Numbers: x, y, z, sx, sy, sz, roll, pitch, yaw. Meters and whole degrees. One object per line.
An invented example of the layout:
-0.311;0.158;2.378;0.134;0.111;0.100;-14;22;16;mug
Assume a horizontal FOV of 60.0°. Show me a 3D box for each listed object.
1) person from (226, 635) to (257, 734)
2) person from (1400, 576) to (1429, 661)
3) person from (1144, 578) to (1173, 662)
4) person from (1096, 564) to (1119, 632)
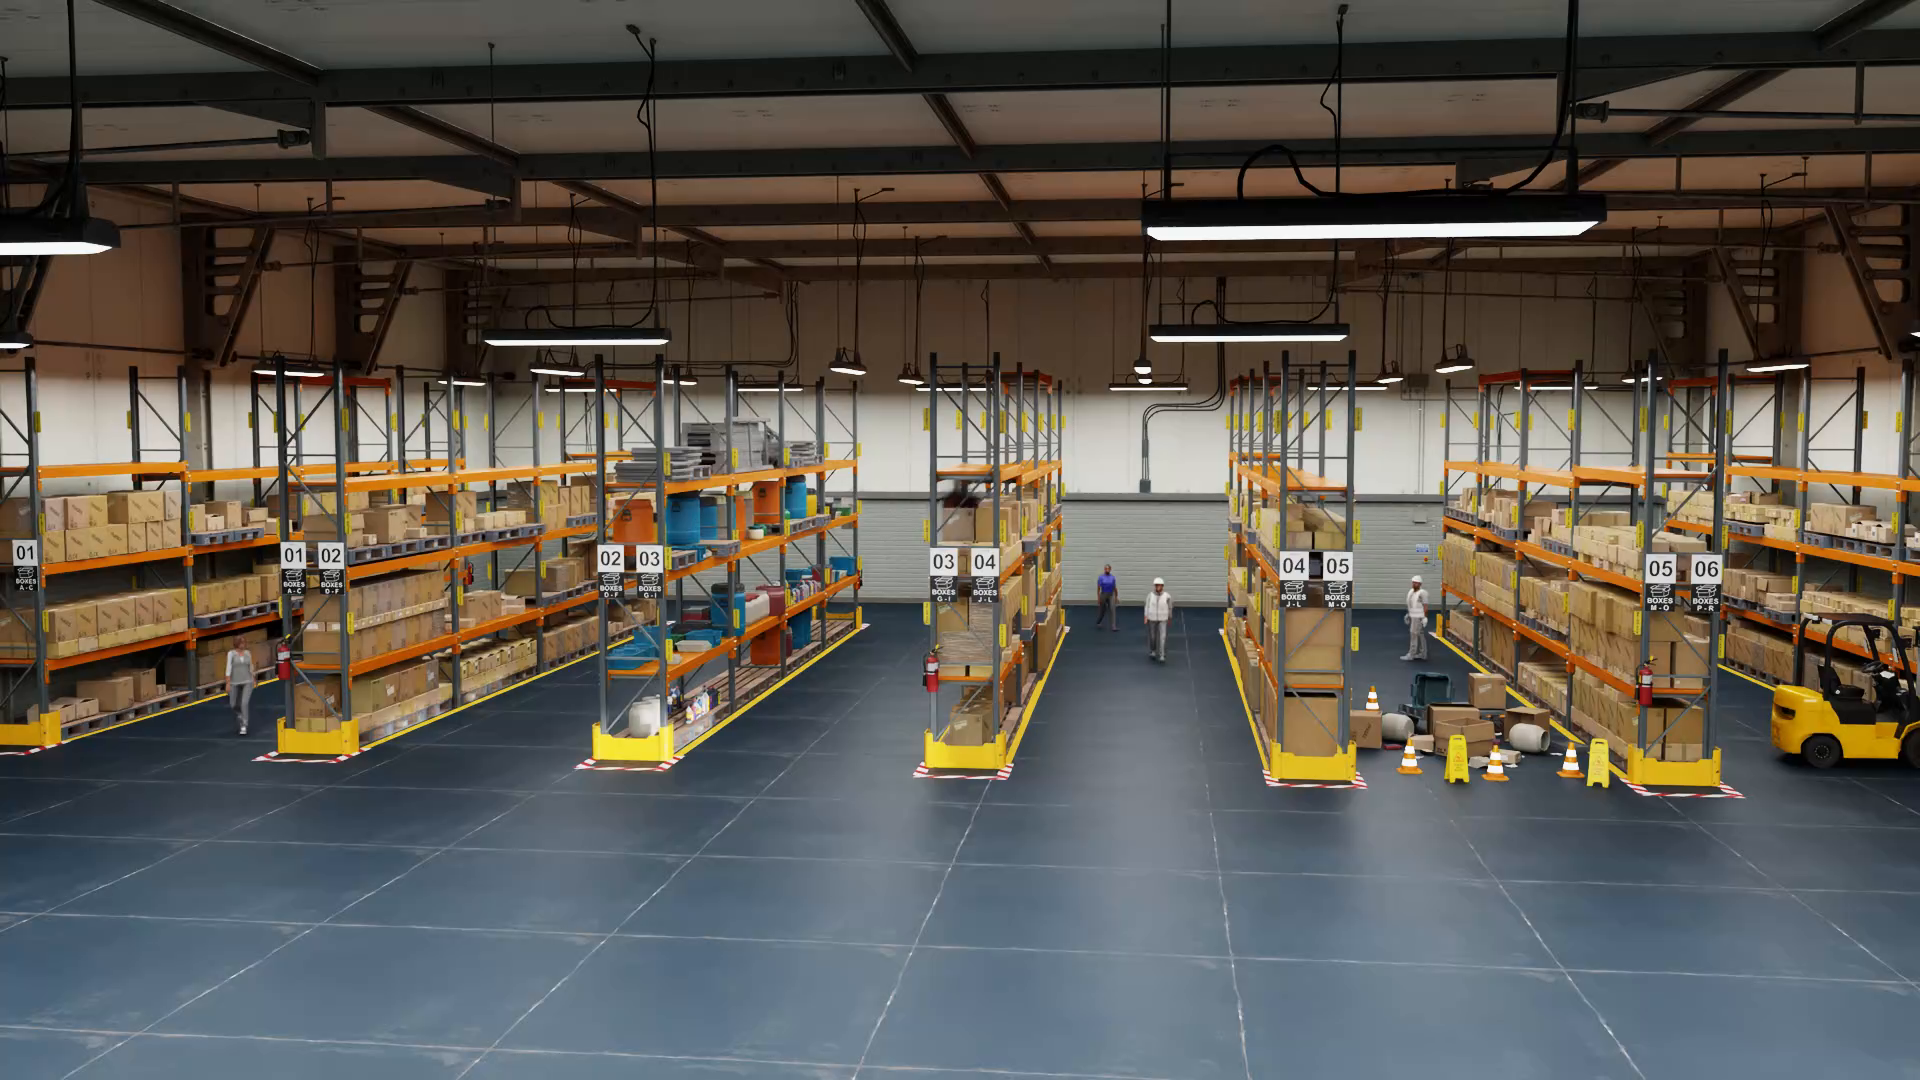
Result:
-11.592;2.314;26.846;0.406;1.571;0.679;0;4;-7;person
9.562;1.637;35.091;0.641;1.776;0.596;0;4;2;person
4.164;1.667;34.888;0.595;1.734;0.988;0;4;5;person
3.565;1.380;39.962;0.573;1.606;0.986;-1;4;-13;person
